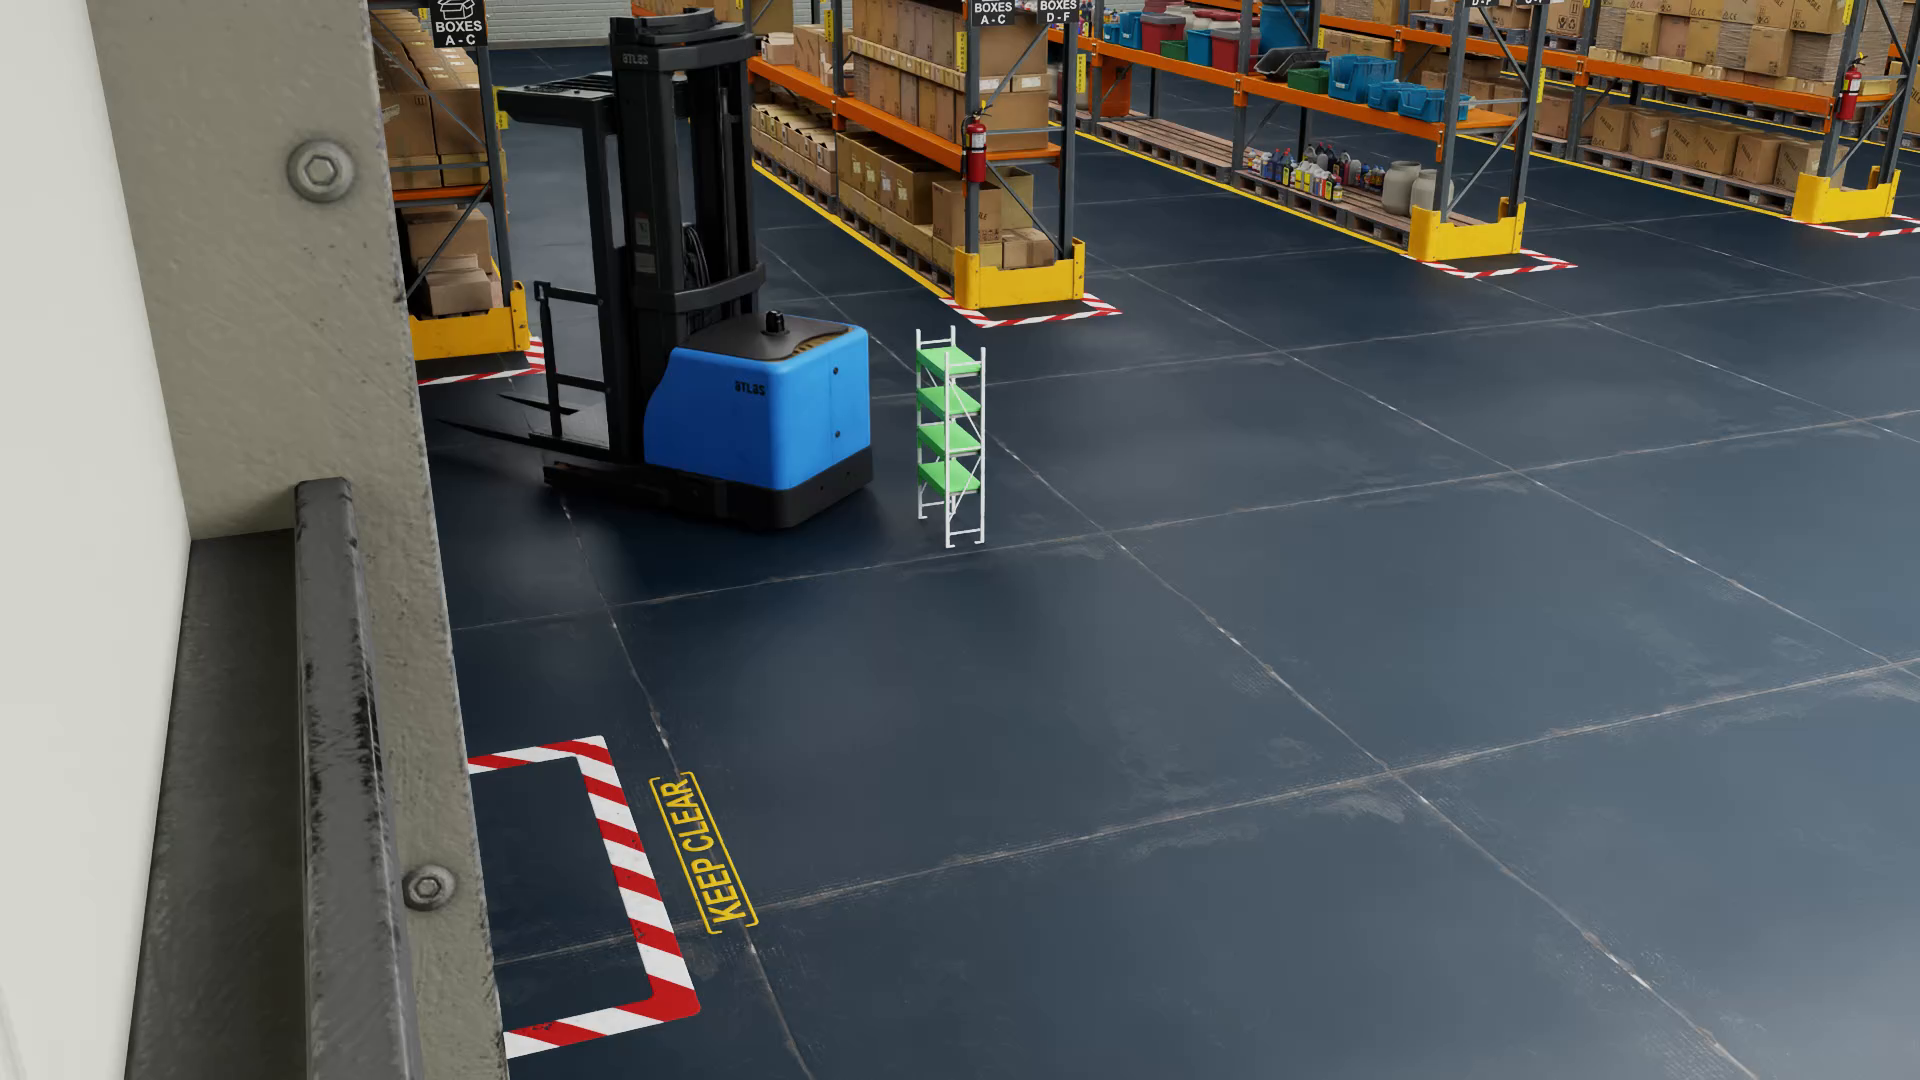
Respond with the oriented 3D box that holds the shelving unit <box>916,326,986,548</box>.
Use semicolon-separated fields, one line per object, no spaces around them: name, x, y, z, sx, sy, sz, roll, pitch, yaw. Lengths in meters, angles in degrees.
shelving unit;-0.058;-0.613;9.859;0.258;1.200;0.503;-8;24;-19

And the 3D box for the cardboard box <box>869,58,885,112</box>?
cardboard box;-0.526;-4.729;17.178;0.700;0.500;0.500;-9;24;-20

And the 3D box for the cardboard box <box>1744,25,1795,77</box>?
cardboard box;9.343;-5.490;18.602;0.875;0.500;0.500;-8;24;-19

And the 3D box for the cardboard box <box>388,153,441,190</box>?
cardboard box;-4.448;-2.983;13.331;0.500;0.250;0.500;-8;24;-18

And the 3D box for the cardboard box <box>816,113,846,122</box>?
cardboard box;-1.513;-5.144;20.569;0.500;0.311;0.500;-9;24;-19

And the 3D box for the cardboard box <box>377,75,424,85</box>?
cardboard box;-4.635;-3.511;13.620;0.500;0.500;0.500;-8;24;-18

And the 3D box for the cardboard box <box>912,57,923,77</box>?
cardboard box;-0.240;-4.508;15.820;0.380;0.149;0.250;-8;24;-18

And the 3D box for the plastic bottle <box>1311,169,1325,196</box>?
plastic bottle;3.996;-3.959;18.421;0.152;0.276;0.135;-9;24;-20

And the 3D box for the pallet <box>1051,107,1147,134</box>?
pallet;2.024;-6.161;24.296;1.003;0.211;1.213;-8;24;-19

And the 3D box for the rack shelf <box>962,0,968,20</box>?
rack shelf;-0.175;-5.358;15.863;1.077;0.370;4.000;-8;24;-19

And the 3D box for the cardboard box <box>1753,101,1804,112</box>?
cardboard box;12.423;-6.757;24.474;1.050;0.750;0.750;-8;24;-19

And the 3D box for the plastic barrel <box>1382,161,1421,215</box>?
plastic barrel;4.686;-3.717;17.568;0.421;0.512;0.421;0;23;0

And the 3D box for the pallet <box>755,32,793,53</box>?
pallet;-2.599;-6.635;22.078;1.213;0.211;1.003;-8;24;-19

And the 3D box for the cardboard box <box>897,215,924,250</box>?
cardboard box;-0.300;-3.023;16.258;0.500;0.250;0.500;-8;24;-19

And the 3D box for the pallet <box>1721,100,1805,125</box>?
pallet;12.286;-6.465;25.015;1.003;0.211;1.213;-8;24;-19

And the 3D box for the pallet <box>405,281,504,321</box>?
pallet;-4.382;-1.942;14.285;1.003;0.211;1.213;-8;24;-19

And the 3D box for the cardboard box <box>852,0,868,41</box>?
cardboard box;-0.718;-5.517;17.379;0.700;0.500;0.500;-8;24;-19

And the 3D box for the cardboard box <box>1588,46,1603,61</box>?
cardboard box;8.182;-6.157;21.018;0.380;0.149;0.250;-8;24;-19

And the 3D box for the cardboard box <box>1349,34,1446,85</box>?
cardboard box;6.750;-7.313;25.633;1.225;0.875;0.875;-10;25;-21

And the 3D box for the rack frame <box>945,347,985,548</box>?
rack frame;0.028;-0.524;9.649;0.240;1.200;0.015;-8;24;-19

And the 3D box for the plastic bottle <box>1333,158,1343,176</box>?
plastic bottle;4.346;-4.258;19.121;0.061;0.283;0.133;-8;24;-19

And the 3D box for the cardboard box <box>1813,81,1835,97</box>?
cardboard box;9.507;-4.898;18.031;0.380;0.149;0.250;-8;24;-19

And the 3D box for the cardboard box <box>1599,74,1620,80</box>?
cardboard box;10.994;-7.923;27.563;0.500;0.500;0.500;-7;24;-17

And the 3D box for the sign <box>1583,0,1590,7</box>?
sign;7.870;-6.848;20.843;0.100;0.325;0.005;-8;24;-19

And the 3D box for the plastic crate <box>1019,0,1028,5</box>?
plastic crate;0.897;-8.714;27.024;0.396;0.136;0.243;-8;24;-19

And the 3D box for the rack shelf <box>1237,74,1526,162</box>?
rack shelf;4.461;-4.654;18.055;1.077;0.370;4.000;-8;24;-19

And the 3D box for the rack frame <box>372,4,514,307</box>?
rack frame;-4.101;-2.899;12.966;1.000;3.000;0.127;-8;24;-19

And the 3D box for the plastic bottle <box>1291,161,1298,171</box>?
plastic bottle;3.805;-4.190;18.976;0.097;0.271;0.097;0;23;0

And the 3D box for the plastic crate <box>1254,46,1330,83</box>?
plastic crate;3.820;-5.476;19.159;0.767;0.338;0.504;-8;24;-19

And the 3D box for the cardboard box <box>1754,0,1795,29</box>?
cardboard box;9.193;-5.929;18.355;0.500;0.500;0.500;-8;24;-19

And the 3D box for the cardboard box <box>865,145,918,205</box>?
cardboard box;-0.657;-3.731;16.974;0.500;0.500;0.500;-8;24;-19

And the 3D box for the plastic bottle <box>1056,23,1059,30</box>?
plastic bottle;1.453;-7.538;24.228;0.097;0.201;0.097;0;23;0

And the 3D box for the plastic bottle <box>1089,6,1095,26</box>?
plastic bottle;2.001;-7.814;24.786;0.152;0.276;0.135;-8;24;-19

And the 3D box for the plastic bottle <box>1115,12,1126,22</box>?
plastic bottle;2.327;-7.478;23.989;0.152;0.276;0.135;-8;24;-19

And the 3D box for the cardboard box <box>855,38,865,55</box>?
cardboard box;-0.879;-5.163;17.374;0.380;0.149;0.250;-8;24;-18

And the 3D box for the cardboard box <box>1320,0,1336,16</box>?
cardboard box;6.033;-8.592;26.343;0.500;0.500;0.500;-8;24;-18

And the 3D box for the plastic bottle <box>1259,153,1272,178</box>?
plastic bottle;3.596;-4.370;19.396;0.152;0.276;0.135;-7;24;-17

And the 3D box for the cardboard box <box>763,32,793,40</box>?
cardboard box;-2.207;-6.308;21.168;0.500;0.311;0.500;-7;24;-16

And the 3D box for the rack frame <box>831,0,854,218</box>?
rack frame;-0.881;-5.034;18.031;1.000;3.000;0.127;-8;24;-19

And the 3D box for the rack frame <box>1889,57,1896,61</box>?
rack frame;16.246;-9.205;27.926;1.000;3.000;0.127;-8;24;-19

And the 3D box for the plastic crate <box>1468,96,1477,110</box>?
plastic crate;5.152;-4.506;17.119;0.298;0.136;0.250;-8;24;-19

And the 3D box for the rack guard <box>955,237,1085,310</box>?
rack guard;0.540;-2.420;15.047;1.175;0.500;0.348;-8;24;-19

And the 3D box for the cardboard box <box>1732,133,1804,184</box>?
cardboard box;9.353;-4.422;19.256;0.500;0.500;0.500;-2;23;-5

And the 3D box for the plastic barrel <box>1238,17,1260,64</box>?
plastic barrel;3.621;-6.152;20.510;0.433;0.535;0.433;0;23;0

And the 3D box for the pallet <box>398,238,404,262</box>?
pallet;-5.244;-2.829;16.389;1.003;0.211;1.213;-8;24;-19

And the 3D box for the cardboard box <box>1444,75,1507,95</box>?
cardboard box;7.438;-6.455;24.055;0.700;0.500;0.500;-10;25;-23

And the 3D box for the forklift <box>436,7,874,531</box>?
forklift;-2.096;-1.803;10.452;3.031;2.935;1.130;12;26;27

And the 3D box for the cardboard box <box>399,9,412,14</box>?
cardboard box;-6.752;-5.886;19.356;0.700;0.500;0.500;-11;25;-25

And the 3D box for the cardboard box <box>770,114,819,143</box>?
cardboard box;-2.012;-5.066;20.385;0.500;0.311;0.500;-9;24;-20

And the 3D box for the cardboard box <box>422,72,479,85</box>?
cardboard box;-4.154;-3.581;13.785;0.500;0.500;0.500;-8;24;-19

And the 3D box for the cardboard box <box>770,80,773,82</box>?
cardboard box;-2.740;-6.304;23.696;0.500;0.500;0.500;-9;25;-21

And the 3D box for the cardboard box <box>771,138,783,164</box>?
cardboard box;-2.016;-4.812;20.505;0.500;0.250;0.500;-9;24;-20

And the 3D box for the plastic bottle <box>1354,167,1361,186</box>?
plastic bottle;4.554;-4.145;18.958;0.097;0.201;0.097;0;23;0

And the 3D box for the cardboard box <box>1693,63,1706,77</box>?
cardboard box;8.856;-5.529;19.528;0.380;0.149;0.250;-8;24;-19

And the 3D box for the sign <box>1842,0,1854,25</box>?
sign;9.275;-5.549;17.354;0.100;0.325;0.005;-8;24;-19

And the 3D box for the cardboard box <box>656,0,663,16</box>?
cardboard box;-4.491;-8.507;26.141;0.500;0.500;0.500;-8;24;-18
